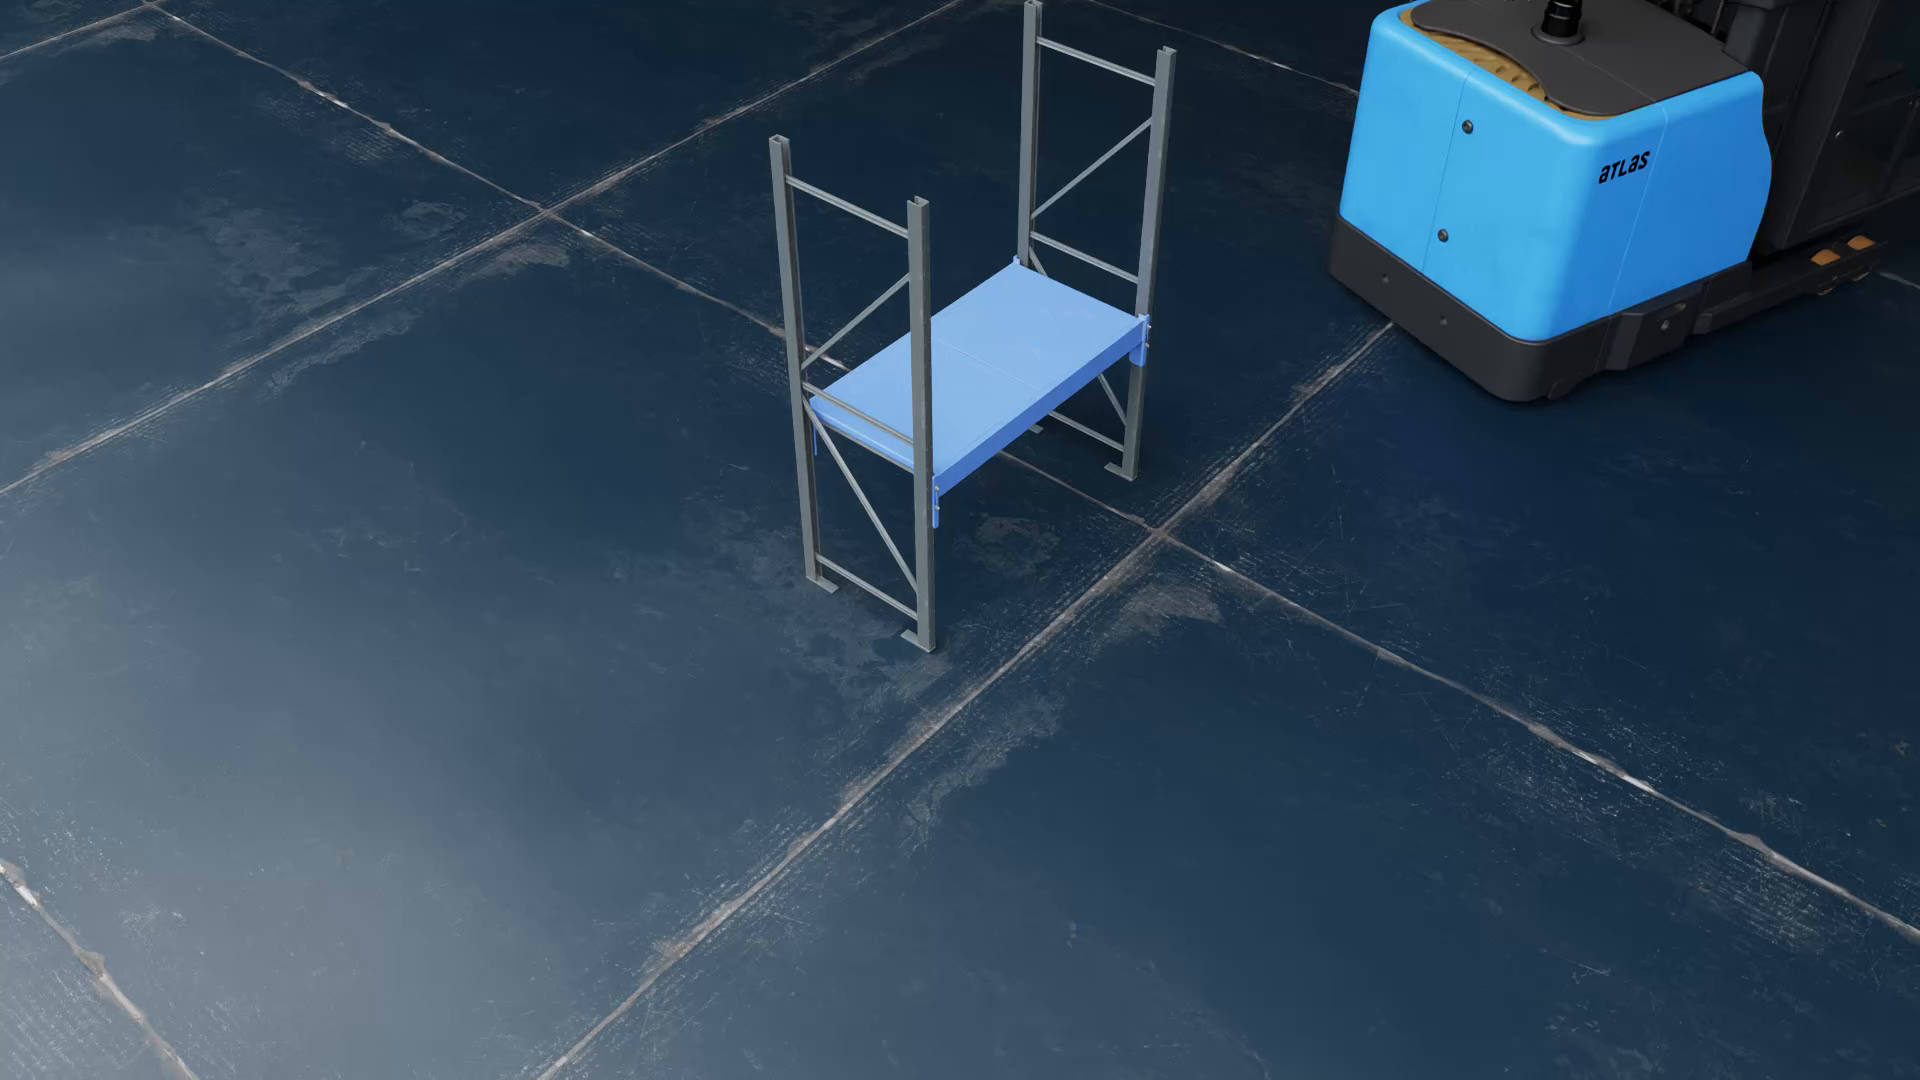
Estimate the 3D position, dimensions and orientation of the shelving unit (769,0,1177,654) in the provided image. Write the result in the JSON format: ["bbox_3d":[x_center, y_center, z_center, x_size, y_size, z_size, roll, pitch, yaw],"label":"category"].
[{"bbox_3d":[0.055,-0.599,4.794,0.538,1.500,1.048,29,50,28],"label":"shelving unit"}]

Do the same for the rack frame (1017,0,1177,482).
[{"bbox_3d":[0.382,-0.861,5.082,0.500,1.500,0.032,29,50,28],"label":"rack frame"}]

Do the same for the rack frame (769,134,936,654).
[{"bbox_3d":[-0.272,-0.337,4.506,0.500,1.500,0.032,29,50,28],"label":"rack frame"}]

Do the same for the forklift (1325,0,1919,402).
[{"bbox_3d":[2.913,-2.293,5.593,3.031,2.935,1.130,-21,46,-22],"label":"forklift"}]

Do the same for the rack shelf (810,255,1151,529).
[{"bbox_3d":[0.055,-0.466,4.915,0.538,0.185,1.000,29,50,28],"label":"rack shelf"}]
